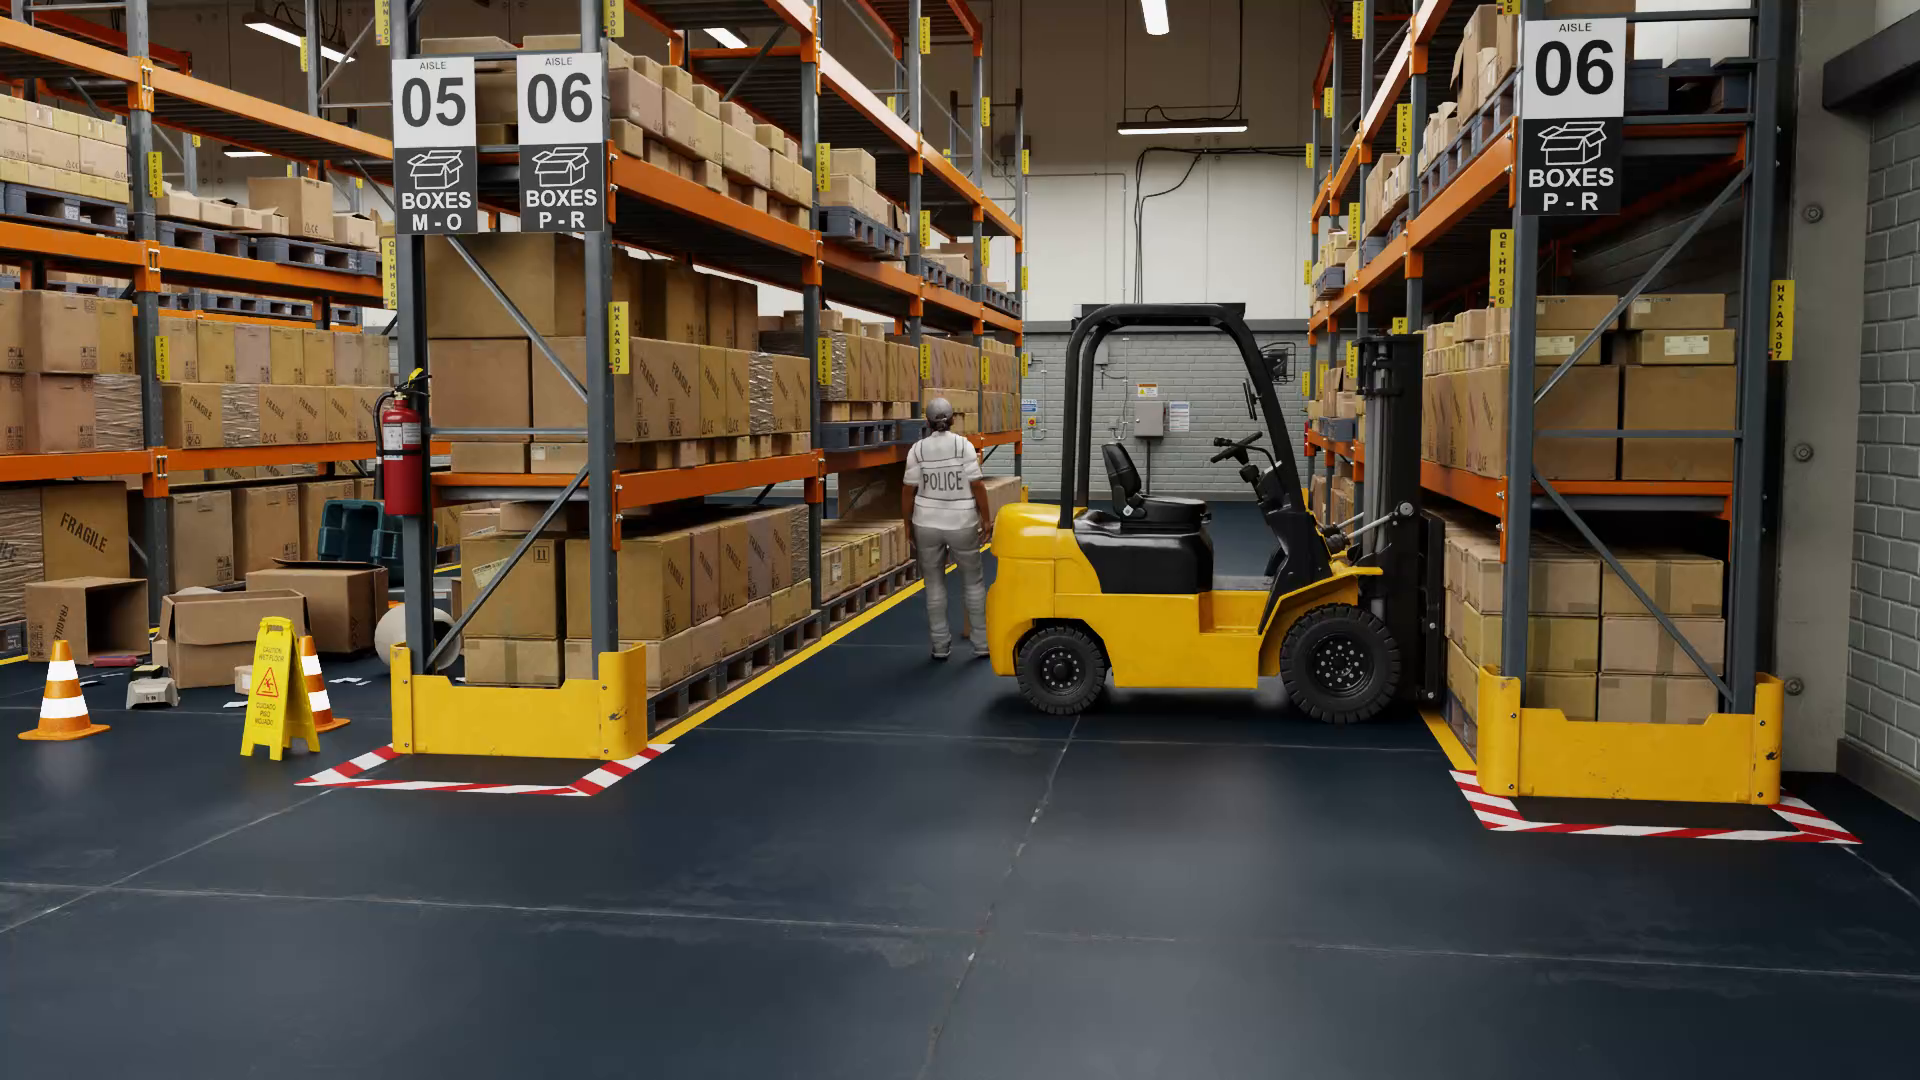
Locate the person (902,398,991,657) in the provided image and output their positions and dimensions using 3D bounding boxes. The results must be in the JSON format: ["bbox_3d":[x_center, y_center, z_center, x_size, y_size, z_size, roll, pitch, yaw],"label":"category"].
[{"bbox_3d":[-0.060,-0.078,10.714,0.598,1.670,0.529,1,5,8],"label":"person"}]
